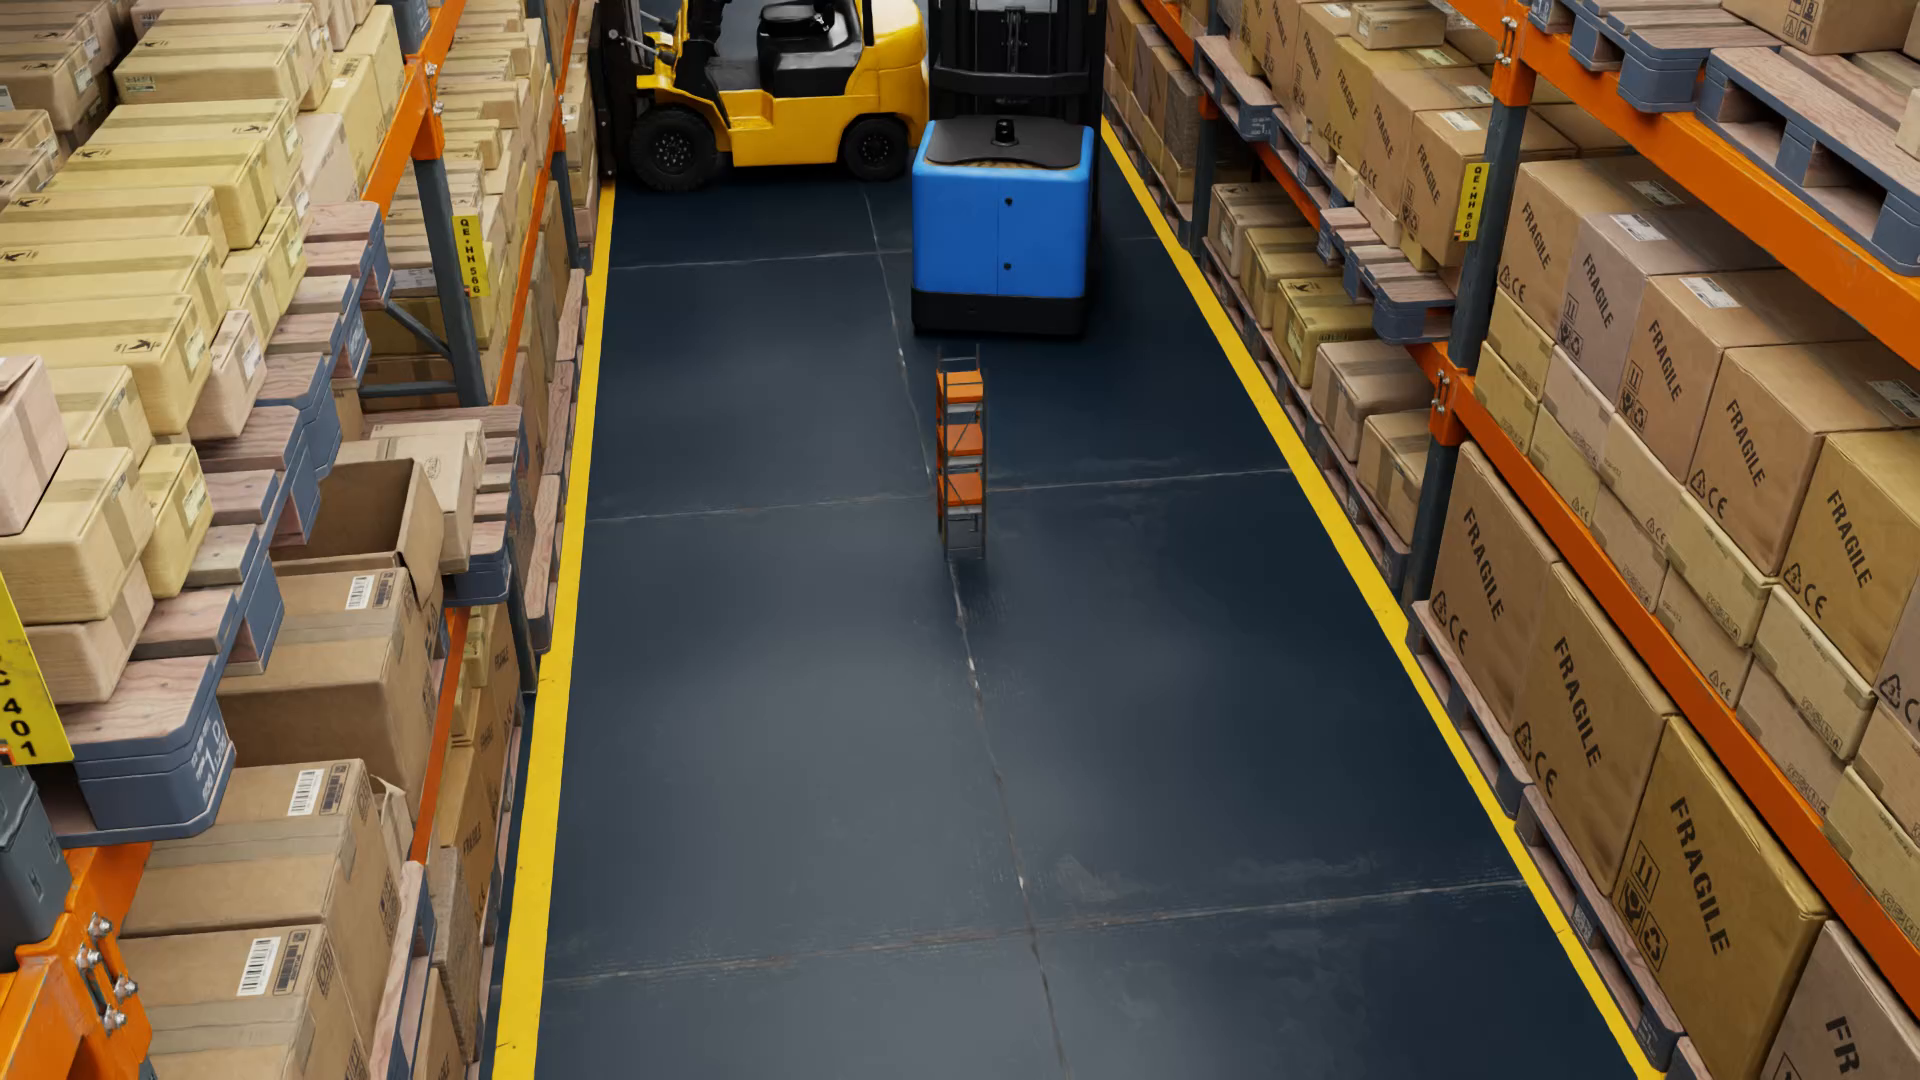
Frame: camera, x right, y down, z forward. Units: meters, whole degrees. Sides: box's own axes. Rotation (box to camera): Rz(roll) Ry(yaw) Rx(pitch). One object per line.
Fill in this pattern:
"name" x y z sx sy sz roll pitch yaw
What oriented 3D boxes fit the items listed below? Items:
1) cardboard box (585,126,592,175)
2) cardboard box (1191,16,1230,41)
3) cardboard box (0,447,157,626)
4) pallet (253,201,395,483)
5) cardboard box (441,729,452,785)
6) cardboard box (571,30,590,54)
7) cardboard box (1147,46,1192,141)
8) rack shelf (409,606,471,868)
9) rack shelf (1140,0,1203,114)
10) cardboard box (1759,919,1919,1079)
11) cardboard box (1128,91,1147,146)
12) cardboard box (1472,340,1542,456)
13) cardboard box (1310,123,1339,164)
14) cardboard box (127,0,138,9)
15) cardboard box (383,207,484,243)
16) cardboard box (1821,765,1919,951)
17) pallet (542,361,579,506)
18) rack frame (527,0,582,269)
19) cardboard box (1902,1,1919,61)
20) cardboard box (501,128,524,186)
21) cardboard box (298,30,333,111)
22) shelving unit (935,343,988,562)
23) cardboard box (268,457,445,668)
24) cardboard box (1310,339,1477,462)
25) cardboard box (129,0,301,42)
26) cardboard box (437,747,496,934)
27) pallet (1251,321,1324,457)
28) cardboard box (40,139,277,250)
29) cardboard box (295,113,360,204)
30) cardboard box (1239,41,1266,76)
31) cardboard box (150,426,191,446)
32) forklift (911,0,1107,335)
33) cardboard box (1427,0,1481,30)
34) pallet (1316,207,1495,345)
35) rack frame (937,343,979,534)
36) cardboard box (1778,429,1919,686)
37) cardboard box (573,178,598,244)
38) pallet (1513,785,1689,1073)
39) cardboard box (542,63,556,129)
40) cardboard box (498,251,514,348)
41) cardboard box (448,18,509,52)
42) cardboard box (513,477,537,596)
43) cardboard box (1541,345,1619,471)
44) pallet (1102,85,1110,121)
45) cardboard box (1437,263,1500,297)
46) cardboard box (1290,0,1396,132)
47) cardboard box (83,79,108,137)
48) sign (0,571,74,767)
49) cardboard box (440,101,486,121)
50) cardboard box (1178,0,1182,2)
"cardboard box" -2.719 -2.610 11.041 0.500 0.250 0.500 -5 35 -7
"cardboard box" 1.683 -3.223 10.538 0.380 0.149 0.250 -5 35 -7
"cardboard box" -1.420 -0.001 2.422 0.380 0.149 0.250 -3 34 -5
"pallet" -1.975 -0.437 3.732 1.213 0.211 1.003 -4 35 -6
"cardboard box" -1.985 0.739 5.773 0.380 0.149 0.250 -3 34 -5
"cardboard box" -2.844 -3.393 11.746 0.500 0.250 0.500 -5 35 -7
"cardboard box" 1.612 -3.111 11.554 0.500 0.500 0.500 -4 34 -6
"rack shelf" -2.083 0.853 4.973 1.077 0.370 4.000 -4 35 -6
"rack shelf" 1.759 -3.989 12.078 1.077 0.370 4.000 -4 35 -6
"cardboard box" 2.941 1.659 4.666 0.875 0.875 0.875 -3 34 -5
"cardboard box" 1.537 -3.097 12.200 0.500 0.250 0.500 -4 34 -6
"cardboard box" 2.383 -0.584 6.576 0.500 0.250 0.500 -5 35 -7
"cardboard box" 2.002 -2.031 8.418 0.380 0.149 0.250 -5 35 -8
"cardboard box" -2.537 -1.518 4.665 0.380 0.149 0.250 -5 35 -7
"cardboard box" -2.140 -1.218 6.709 0.380 0.149 0.250 -4 34 -5
"cardboard box" 2.726 0.841 4.486 0.500 0.250 0.500 -5 35 -7
"pallet" -2.585 -0.549 8.869 1.003 0.211 1.213 -4 35 -6
"rack frame" -2.890 -2.792 9.684 1.000 3.000 0.127 -4 35 -6
"cardboard box" 3.098 -1.553 4.949 0.396 0.266 0.258 -5 35 -8
"cardboard box" -2.382 -1.827 7.956 0.500 0.250 0.500 -4 34 -6
"cardboard box" -1.964 -1.293 4.599 0.380 0.149 0.250 -4 35 -6
"shelving unit" 0.007 -0.404 7.911 0.215 1.050 0.252 -4 35 -6
"cardboard box" -1.949 0.121 4.945 0.797 0.503 0.637 -5 35 -7
"cardboard box" 2.393 -0.753 8.652 0.950 0.372 0.625 -5 35 -7
"cardboard box" -2.004 -1.411 4.509 0.380 0.149 0.250 -5 35 -7
"cardboard box" -1.952 1.091 5.832 0.500 0.500 0.500 -3 34 -4
"pallet" 2.302 -0.901 9.385 1.003 0.211 1.213 -4 35 -6
"cardboard box" -1.661 -0.715 3.469 0.380 0.149 0.250 -4 34 -6
"cardboard box" -1.907 -0.910 4.391 0.500 0.250 0.500 -4 35 -6
"cardboard box" 1.814 -2.767 9.498 0.380 0.149 0.250 -4 34 -5
"cardboard box" -1.592 -0.156 2.914 0.380 0.149 0.250 -4 34 -6
"forklift" 0.376 -3.245 10.409 1.130 2.935 3.031 3 34 5
"cardboard box" 2.520 -2.410 8.397 0.500 0.500 0.500 -6 35 -8
"pallet" 2.365 -1.248 7.589 1.213 0.211 1.003 -4 35 -6
"rack frame" -0.009 -0.472 8.010 0.200 1.050 0.008 -4 35 -6
"cardboard box" 2.669 0.037 4.556 0.500 0.500 0.500 -3 34 -5
"cardboard box" -2.627 -2.124 10.772 0.500 0.250 0.500 -4 34 -6
"pallet" 2.758 1.339 6.097 1.003 0.211 1.213 -4 35 -6
"cardboard box" -2.563 -2.469 9.342 0.500 0.250 0.500 -4 34 -5
"cardboard box" -2.232 -1.045 7.253 0.500 0.250 0.500 -5 35 -7
"cardboard box" -2.591 -2.645 8.802 0.380 0.149 0.250 -4 35 -6
"cardboard box" -2.422 -0.101 7.471 0.875 0.625 0.625 -3 34 -5
"cardboard box" 2.458 -0.493 5.999 0.500 0.250 0.500 -4 34 -5
"pallet" 1.575 -3.752 13.567 1.003 0.211 1.213 -4 35 -6
"cardboard box" 2.289 -1.173 7.158 0.380 0.149 0.250 -3 34 -5
"cardboard box" 2.008 -2.382 8.356 0.500 0.500 0.500 -6 35 -8
"cardboard box" -2.467 -1.108 4.327 0.380 0.149 0.250 -5 35 -7
"sign" -1.277 0.174 2.209 0.100 0.325 0.005 -4 35 -6
"cardboard box" -2.418 -1.927 7.749 0.380 0.149 0.250 -4 35 -6
"cardboard box" 1.646 -3.850 10.883 0.500 0.500 0.500 -3 34 -5
